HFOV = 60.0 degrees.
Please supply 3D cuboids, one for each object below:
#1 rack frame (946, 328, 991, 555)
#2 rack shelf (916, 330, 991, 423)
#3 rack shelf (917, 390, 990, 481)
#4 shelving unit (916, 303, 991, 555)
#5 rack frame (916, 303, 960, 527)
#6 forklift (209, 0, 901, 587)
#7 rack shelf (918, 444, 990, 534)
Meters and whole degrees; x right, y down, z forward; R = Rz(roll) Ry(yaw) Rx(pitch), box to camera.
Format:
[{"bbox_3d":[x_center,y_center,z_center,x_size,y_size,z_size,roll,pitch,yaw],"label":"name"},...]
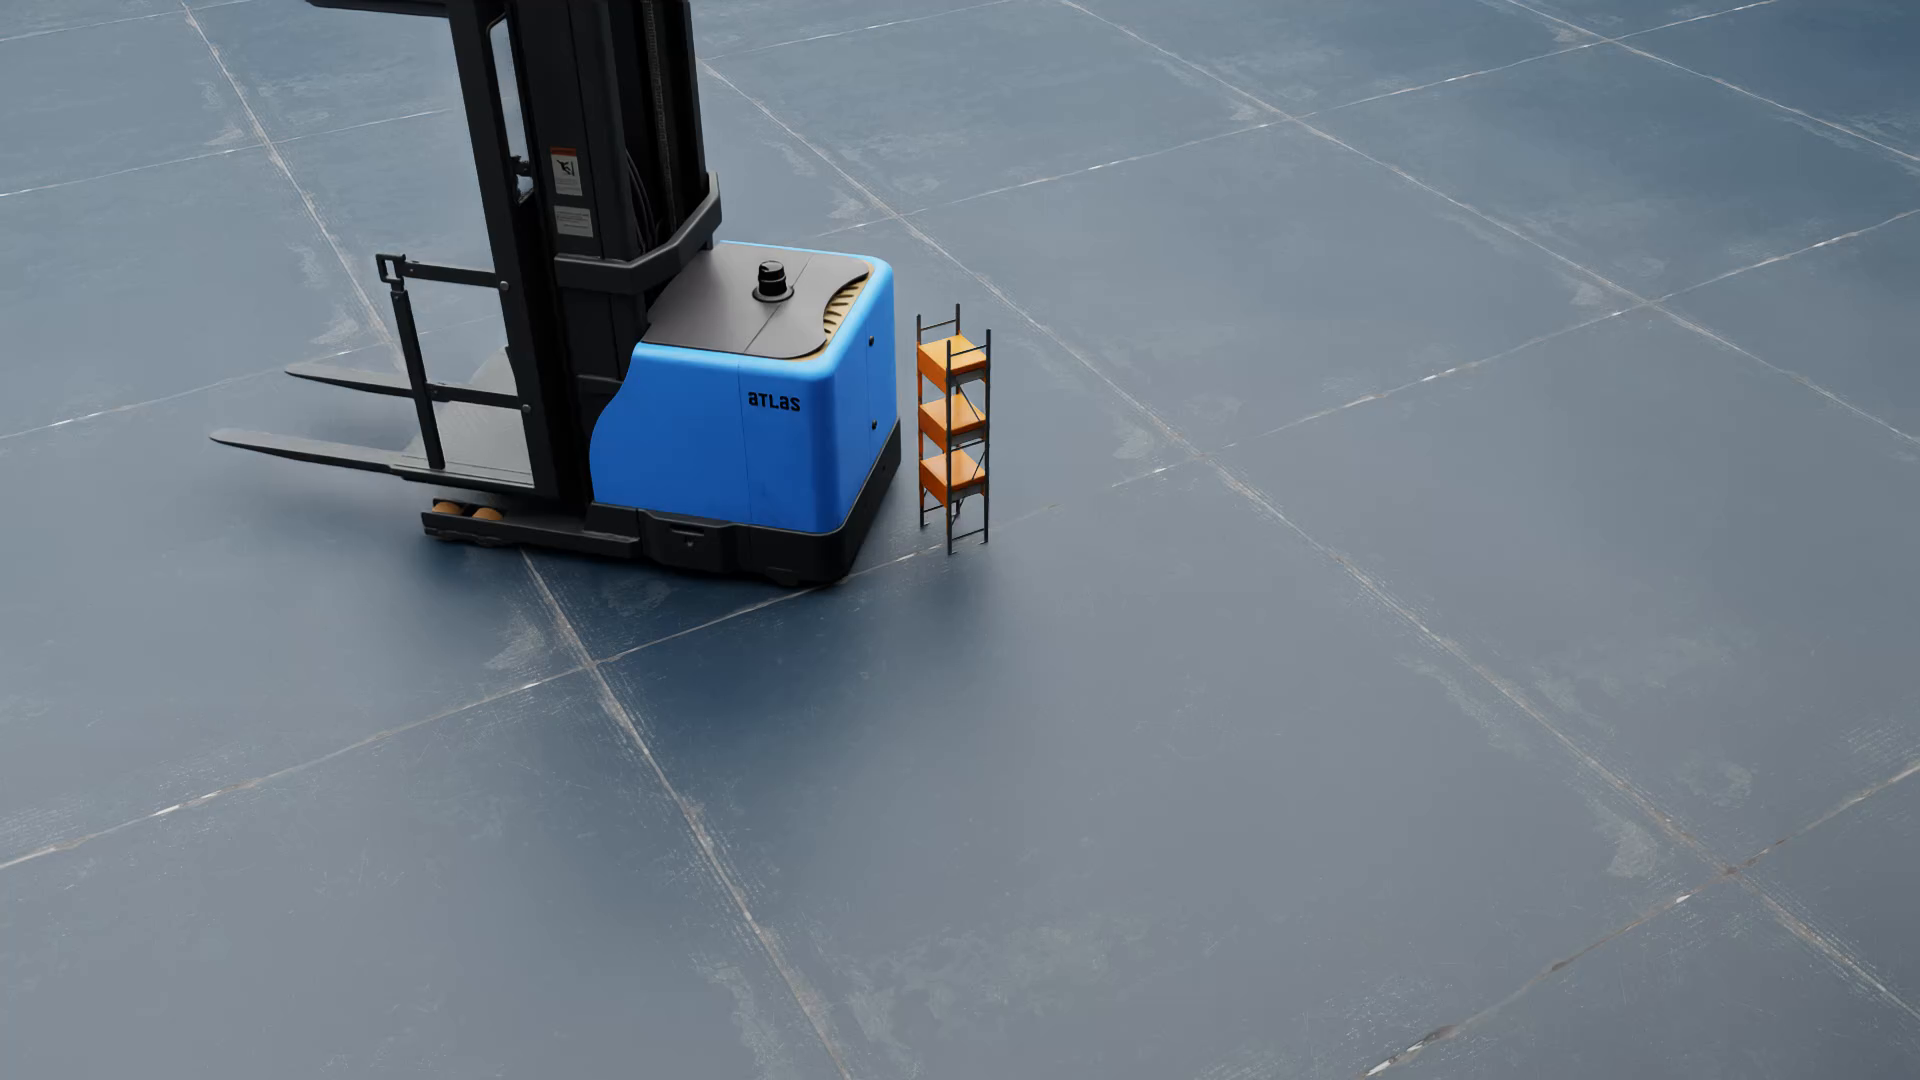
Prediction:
[{"bbox_3d":[0.034,-0.389,6.893,0.200,1.050,0.008,-19,40,-24],"label":"rack frame"},{"bbox_3d":[-0.027,-0.672,6.817,0.215,0.259,0.240,-19,40,-24],"label":"rack shelf"},{"bbox_3d":[-0.027,-0.443,6.984,0.215,0.259,0.240,-19,40,-24],"label":"rack shelf"},{"bbox_3d":[-0.027,-0.451,6.978,0.215,1.050,0.252,-19,40,-24],"label":"shelving unit"},{"bbox_3d":[-0.088,-0.513,7.063,0.200,1.050,0.008,-19,40,-24],"label":"rack frame"},{"bbox_3d":[-1.844,-1.448,6.747,3.031,2.935,1.130,8,37,11],"label":"forklift"},{"bbox_3d":[-0.027,-0.218,7.148,0.215,0.259,0.240,-19,40,-24],"label":"rack shelf"}]
